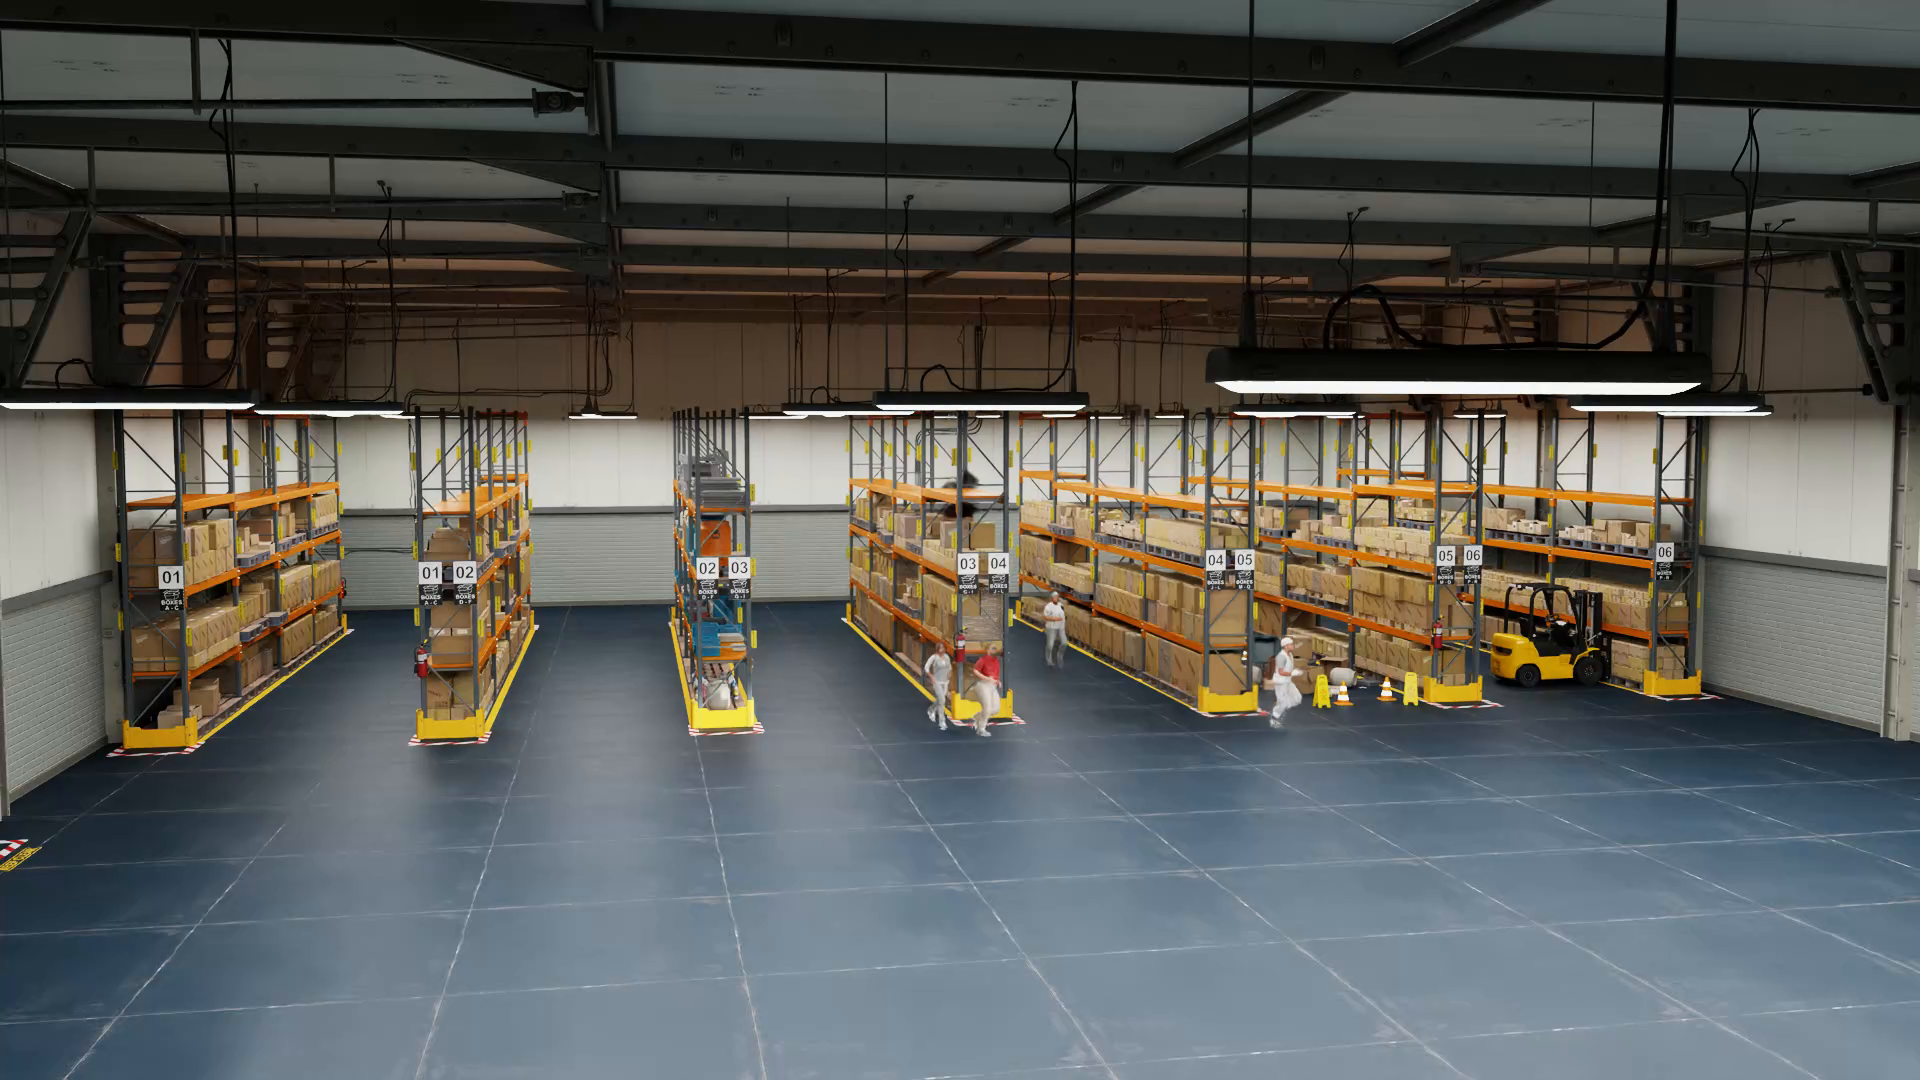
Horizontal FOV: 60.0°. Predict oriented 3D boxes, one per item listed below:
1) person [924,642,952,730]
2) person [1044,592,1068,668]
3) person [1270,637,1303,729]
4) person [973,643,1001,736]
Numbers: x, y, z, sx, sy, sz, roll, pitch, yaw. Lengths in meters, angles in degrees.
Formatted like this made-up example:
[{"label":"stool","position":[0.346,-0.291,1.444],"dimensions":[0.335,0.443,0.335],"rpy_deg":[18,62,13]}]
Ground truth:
[{"label":"person","position":[-0.401,2.701,31.187],"dimensions":[0.527,1.615,0.759],"rpy_deg":[-3,5,-34]},{"label":"person","position":[2.160,2.009,37.023],"dimensions":[0.601,1.710,0.632],"rpy_deg":[-2,4,-24]},{"label":"person","position":[6.070,2.657,30.837],"dimensions":[0.690,1.727,0.708],"rpy_deg":[3,5,33]},{"label":"person","position":[0.530,2.729,30.512],"dimensions":[0.626,1.675,0.689],"rpy_deg":[4,5,42]}]
